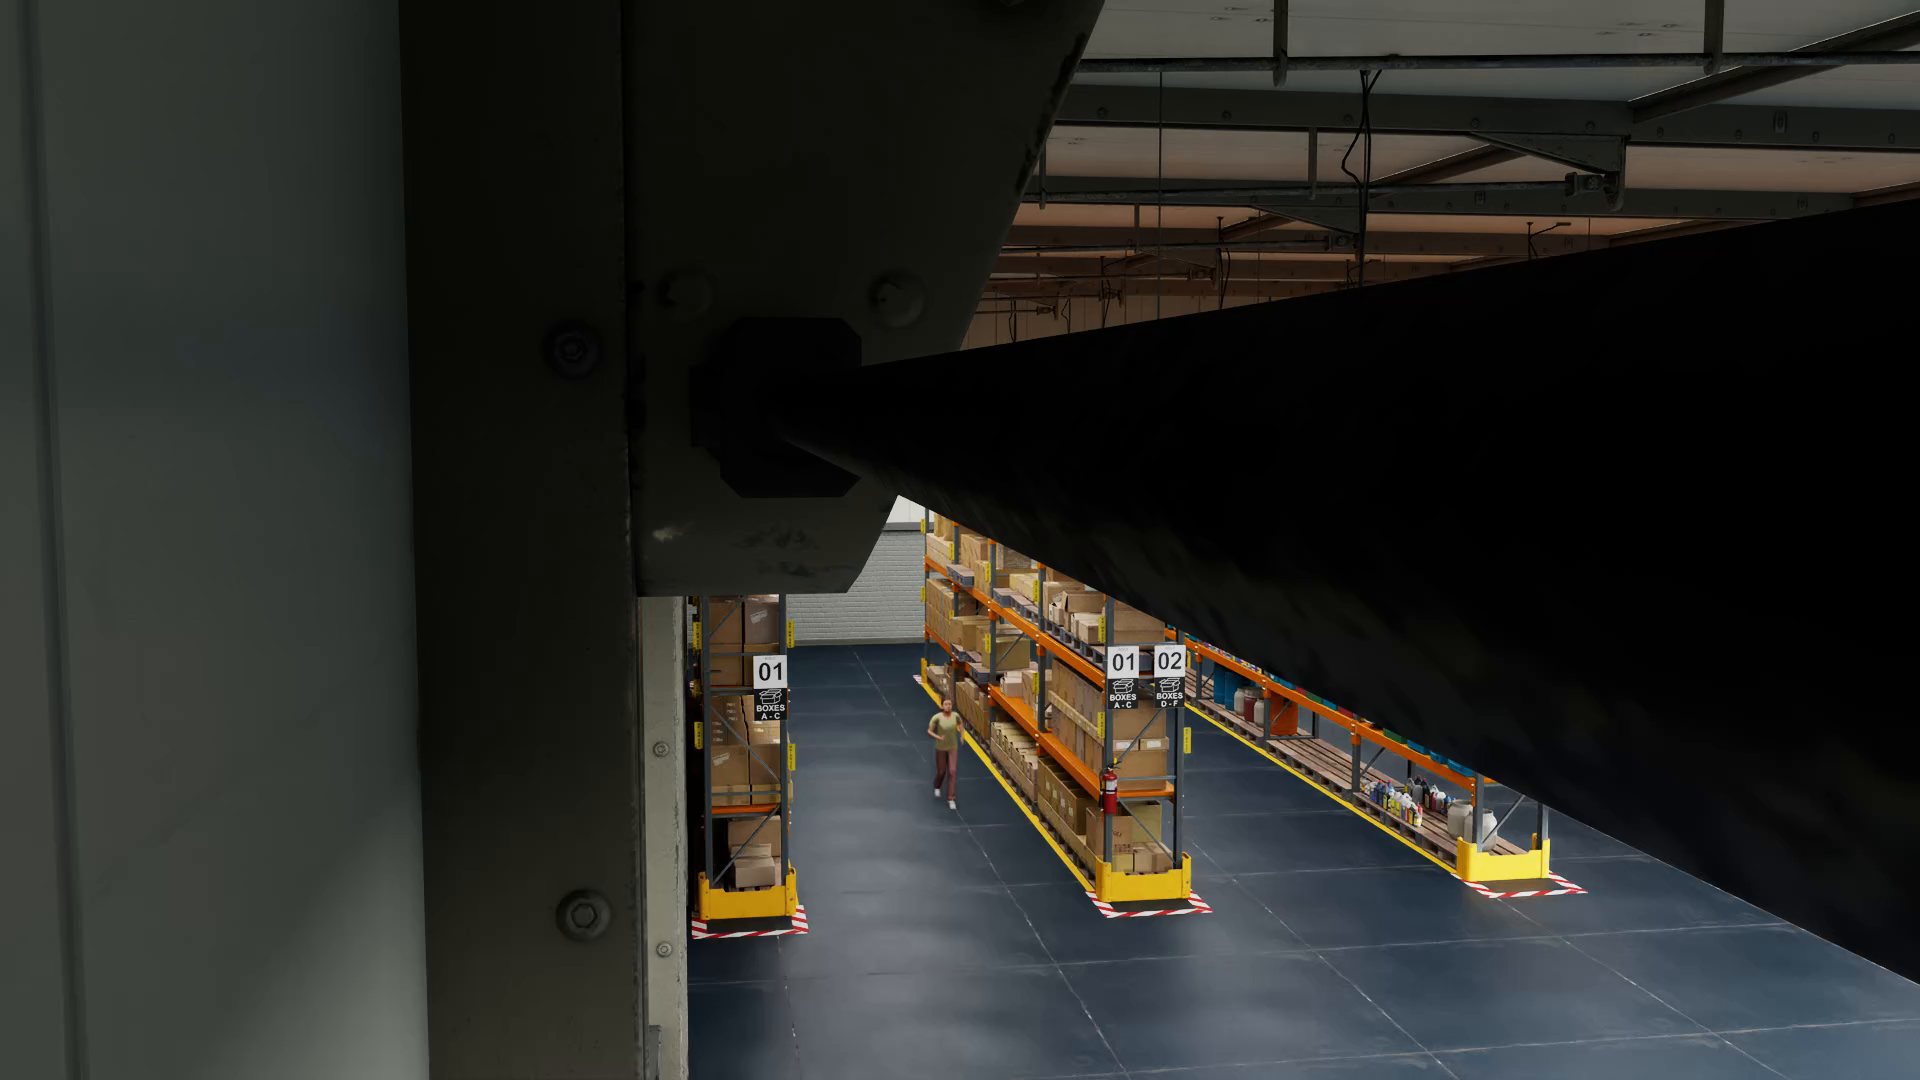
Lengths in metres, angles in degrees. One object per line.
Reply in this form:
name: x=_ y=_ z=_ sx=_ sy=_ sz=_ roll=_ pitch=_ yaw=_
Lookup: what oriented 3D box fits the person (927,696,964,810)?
person: x=-0.215 y=3.239 z=25.666 sx=0.598 sy=1.688 sz=0.848 roll=-1 pitch=5 yaw=-14
